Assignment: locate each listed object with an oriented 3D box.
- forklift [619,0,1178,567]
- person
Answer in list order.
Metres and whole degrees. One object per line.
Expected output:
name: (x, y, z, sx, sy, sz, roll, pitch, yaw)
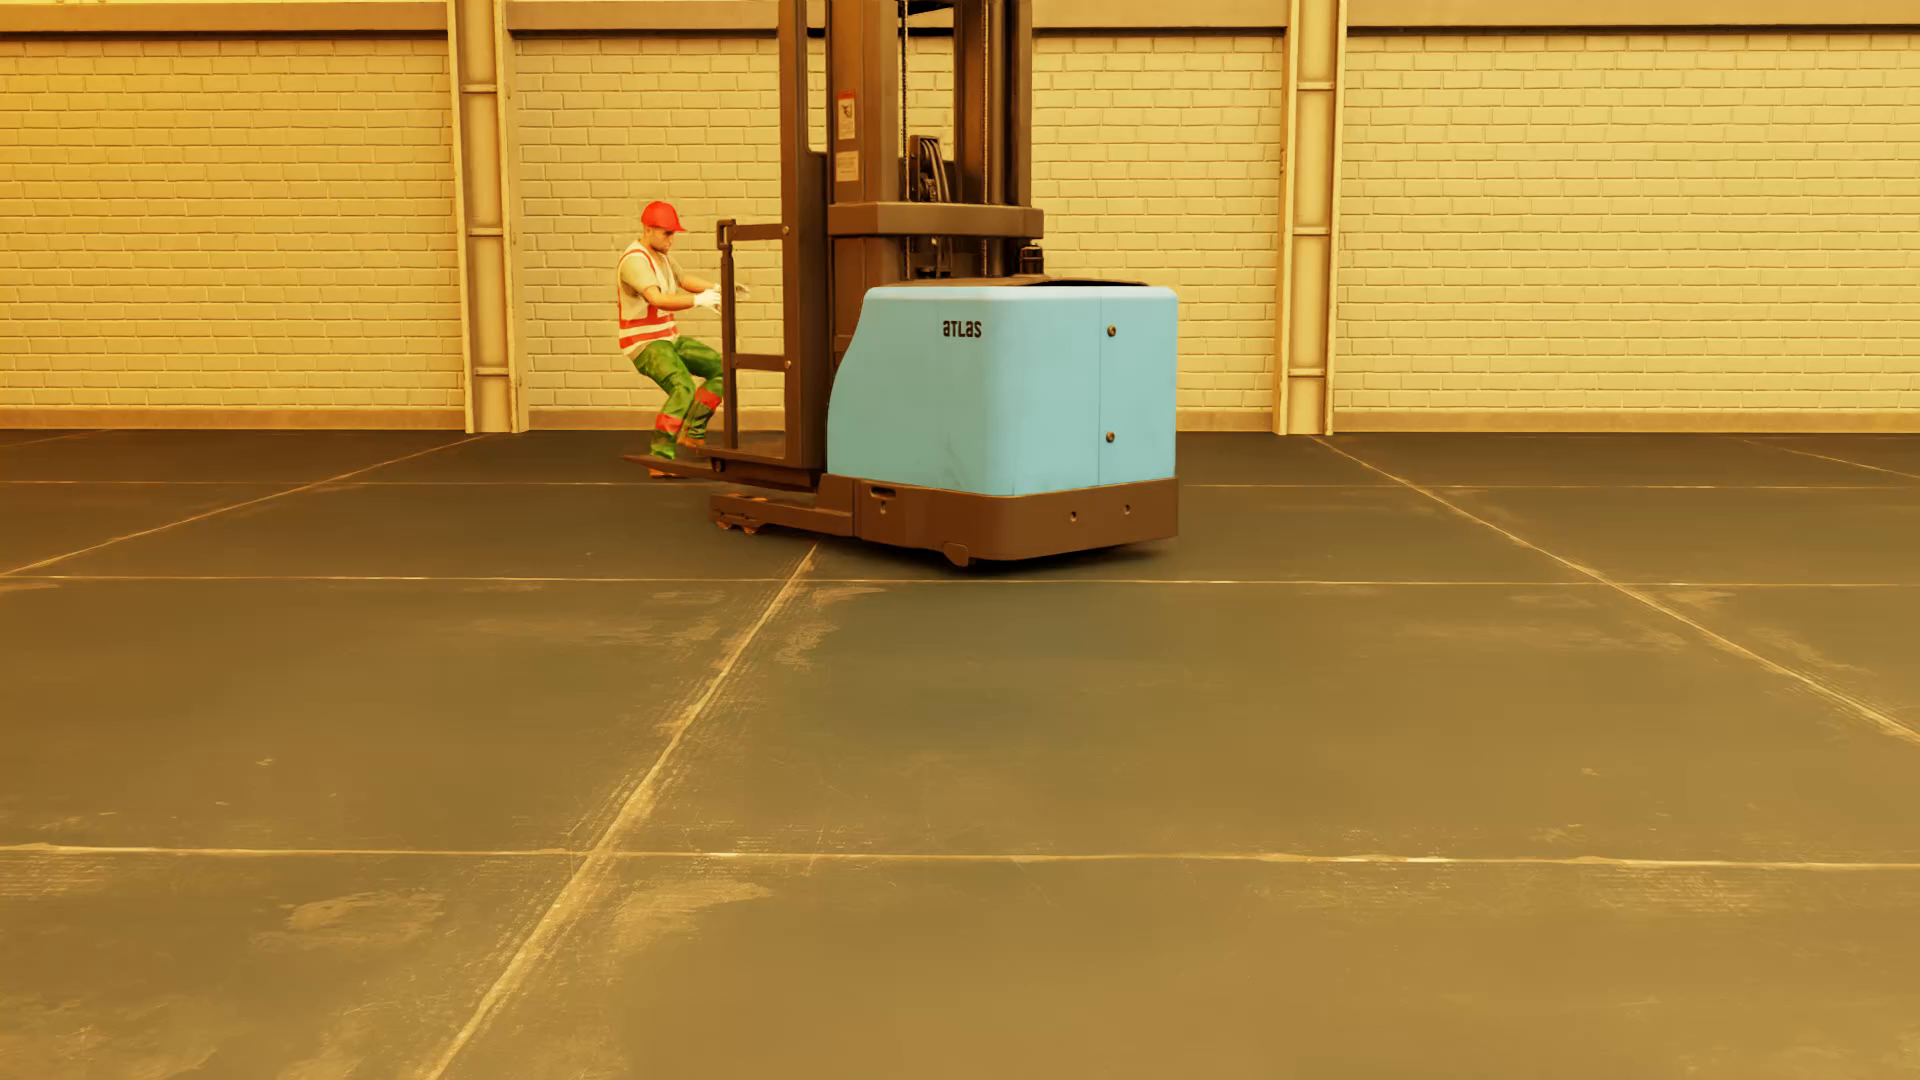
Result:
forklift: (-0.472, -1.517, 7.351, 1.130, 2.935, 3.031, -8, 12, -41)
person: (-1.611, -1.193, 9.785, 0.774, 1.564, 1.009, 2, 9, 12)
